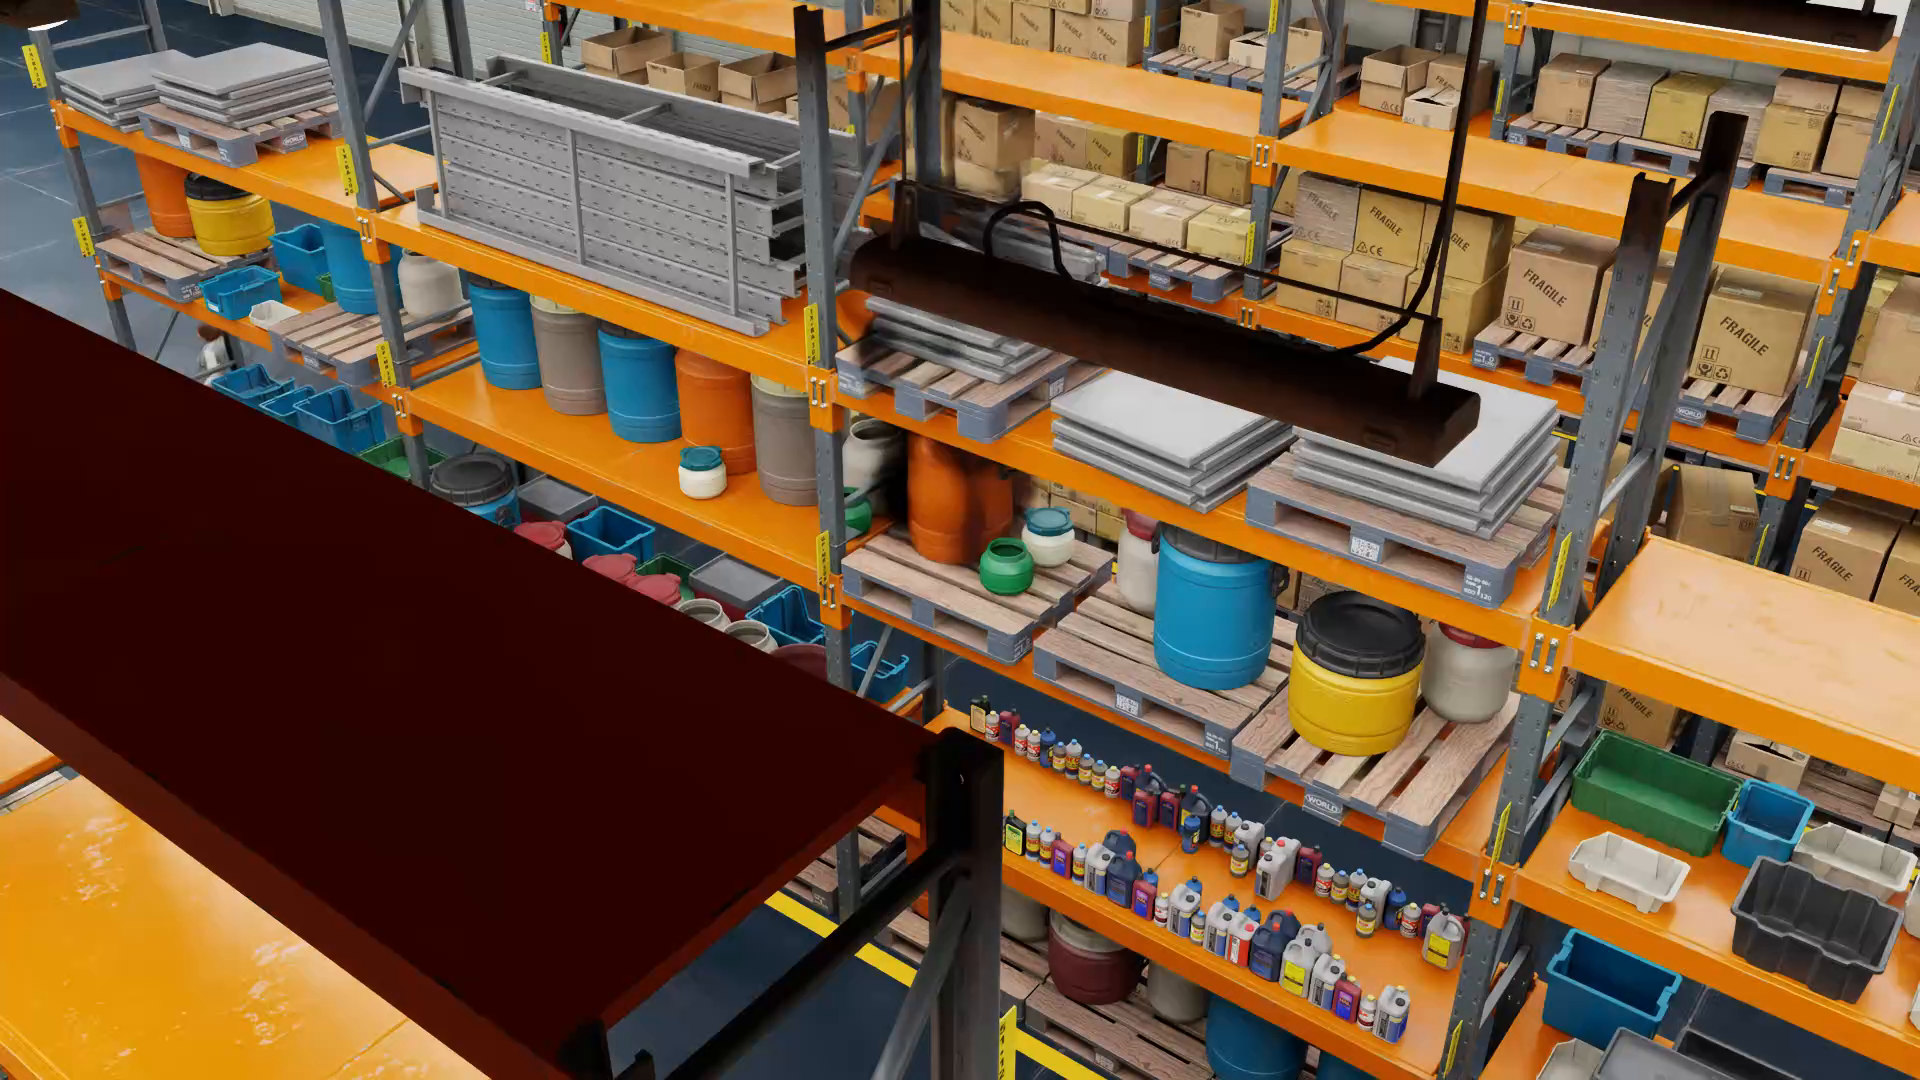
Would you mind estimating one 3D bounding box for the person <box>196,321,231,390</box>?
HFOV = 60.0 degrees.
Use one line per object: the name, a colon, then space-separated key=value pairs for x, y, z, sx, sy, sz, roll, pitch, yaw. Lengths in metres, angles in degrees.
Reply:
person: x=-7.173 y=-1.455 z=16.215 sx=0.577 sy=1.551 sz=0.594 roll=1 pitch=31 yaw=1
